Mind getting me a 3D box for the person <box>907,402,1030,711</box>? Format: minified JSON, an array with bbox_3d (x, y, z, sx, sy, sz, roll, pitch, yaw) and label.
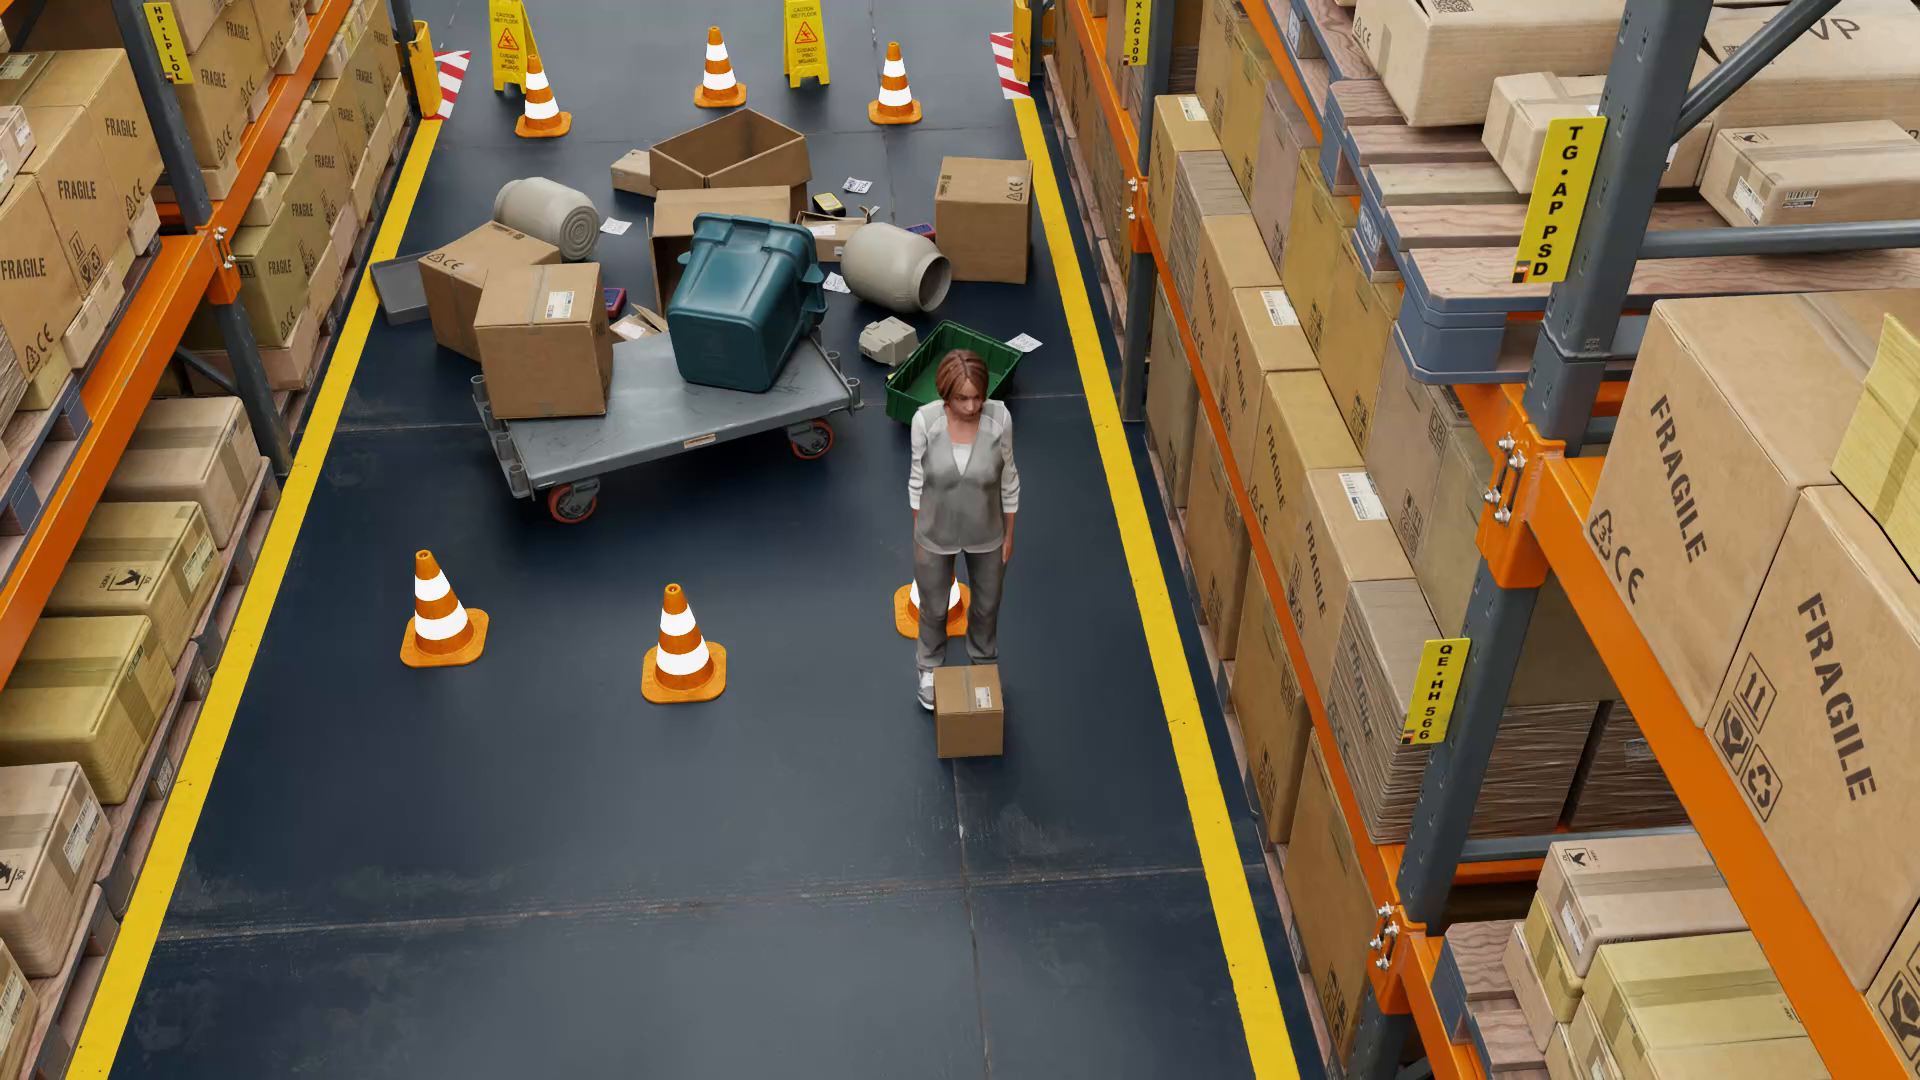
[{"bbox_3d":[0.029,0.044,6.221,0.447,1.466,0.497,-3,40,-4],"label":"person"}]
